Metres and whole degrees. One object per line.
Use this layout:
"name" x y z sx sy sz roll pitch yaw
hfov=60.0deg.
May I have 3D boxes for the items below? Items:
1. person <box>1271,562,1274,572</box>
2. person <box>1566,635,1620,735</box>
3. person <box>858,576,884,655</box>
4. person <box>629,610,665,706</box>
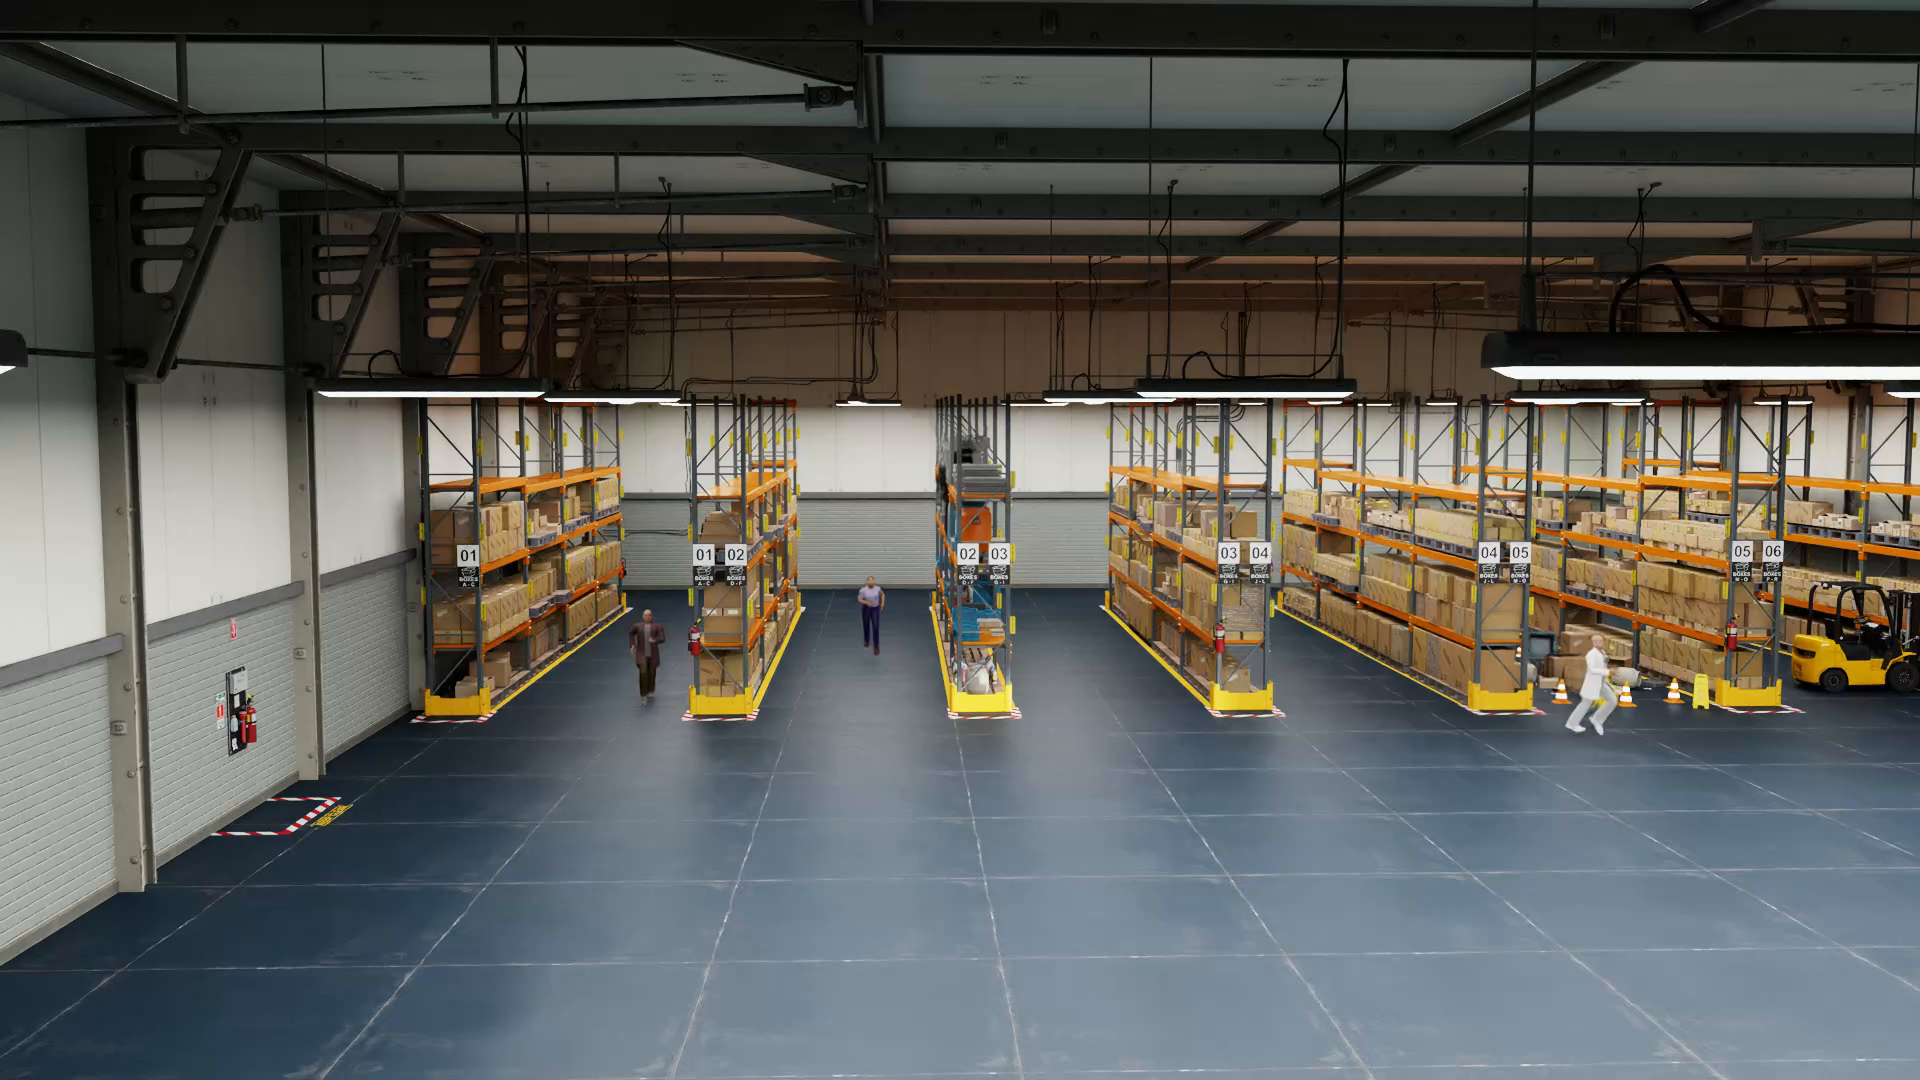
"person" 8.711 1.021 48.959 0.960 1.684 0.850 0 4 1
"person" 11.159 2.540 29.192 0.729 1.774 0.936 -4 6 -41
"person" -2.004 1.698 37.568 0.614 1.785 0.714 -1 5 -7
"person" -6.096 2.272 32.466 0.674 1.838 0.850 -1 5 -14
